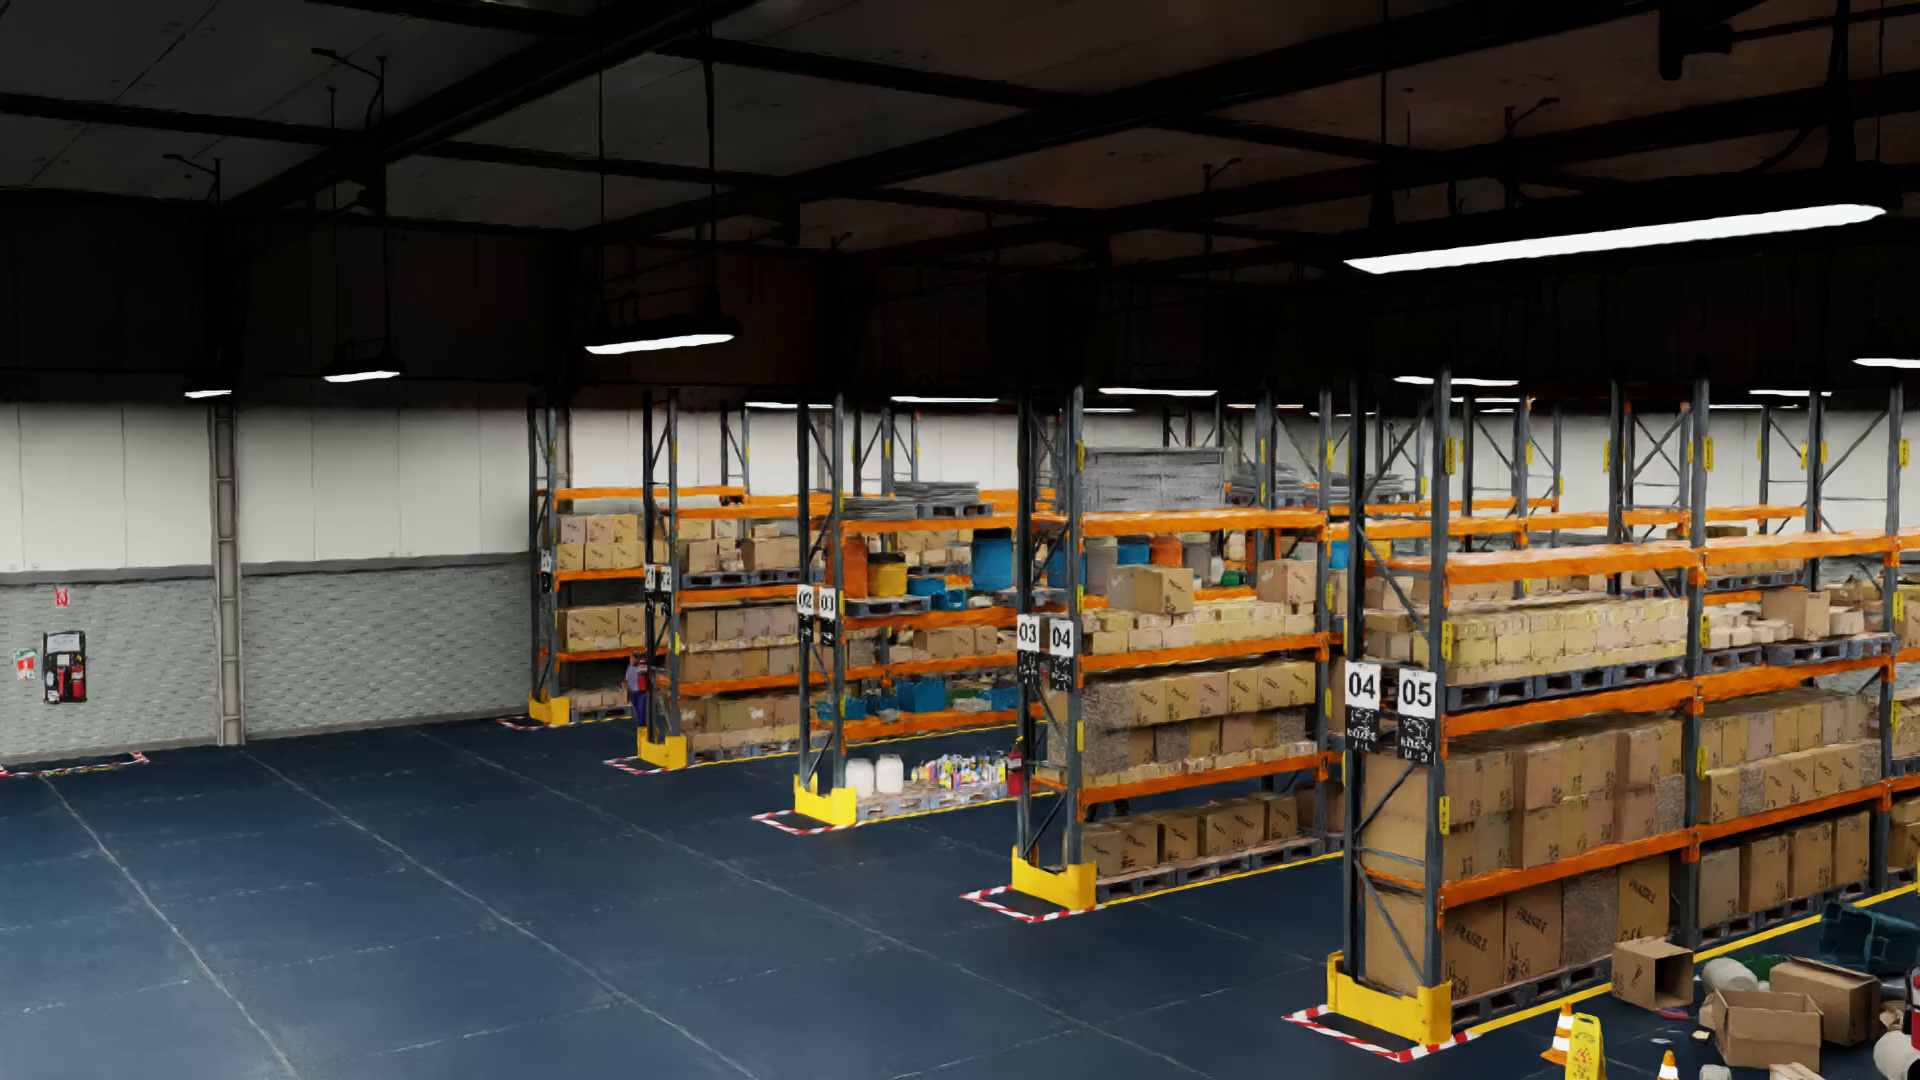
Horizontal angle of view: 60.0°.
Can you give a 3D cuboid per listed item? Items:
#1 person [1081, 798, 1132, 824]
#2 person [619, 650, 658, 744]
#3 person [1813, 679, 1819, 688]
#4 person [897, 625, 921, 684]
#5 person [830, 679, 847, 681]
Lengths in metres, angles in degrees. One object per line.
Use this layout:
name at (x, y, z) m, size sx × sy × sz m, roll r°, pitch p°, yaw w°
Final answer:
person at (1.868, 2.976, 22.348) m, size 1.172 × 1.698 × 0.598 m, roll -2°, pitch 4°, yaw -34°
person at (-5.460, 2.675, 28.618) m, size 0.653 × 1.580 × 0.809 m, roll 2°, pitch 4°, yaw 36°
person at (12.452, 2.868, 24.266) m, size 0.538 × 1.731 × 0.729 m, roll -3°, pitch 4°, yaw -38°
person at (-1.092, 2.363, 33.623) m, size 1.018 × 1.603 × 0.446 m, roll -3°, pitch 5°, yaw -44°
person at (-2.271, 2.498, 30.552) m, size 0.552 × 1.742 × 0.677 m, roll -3°, pitch 4°, yaw -37°
